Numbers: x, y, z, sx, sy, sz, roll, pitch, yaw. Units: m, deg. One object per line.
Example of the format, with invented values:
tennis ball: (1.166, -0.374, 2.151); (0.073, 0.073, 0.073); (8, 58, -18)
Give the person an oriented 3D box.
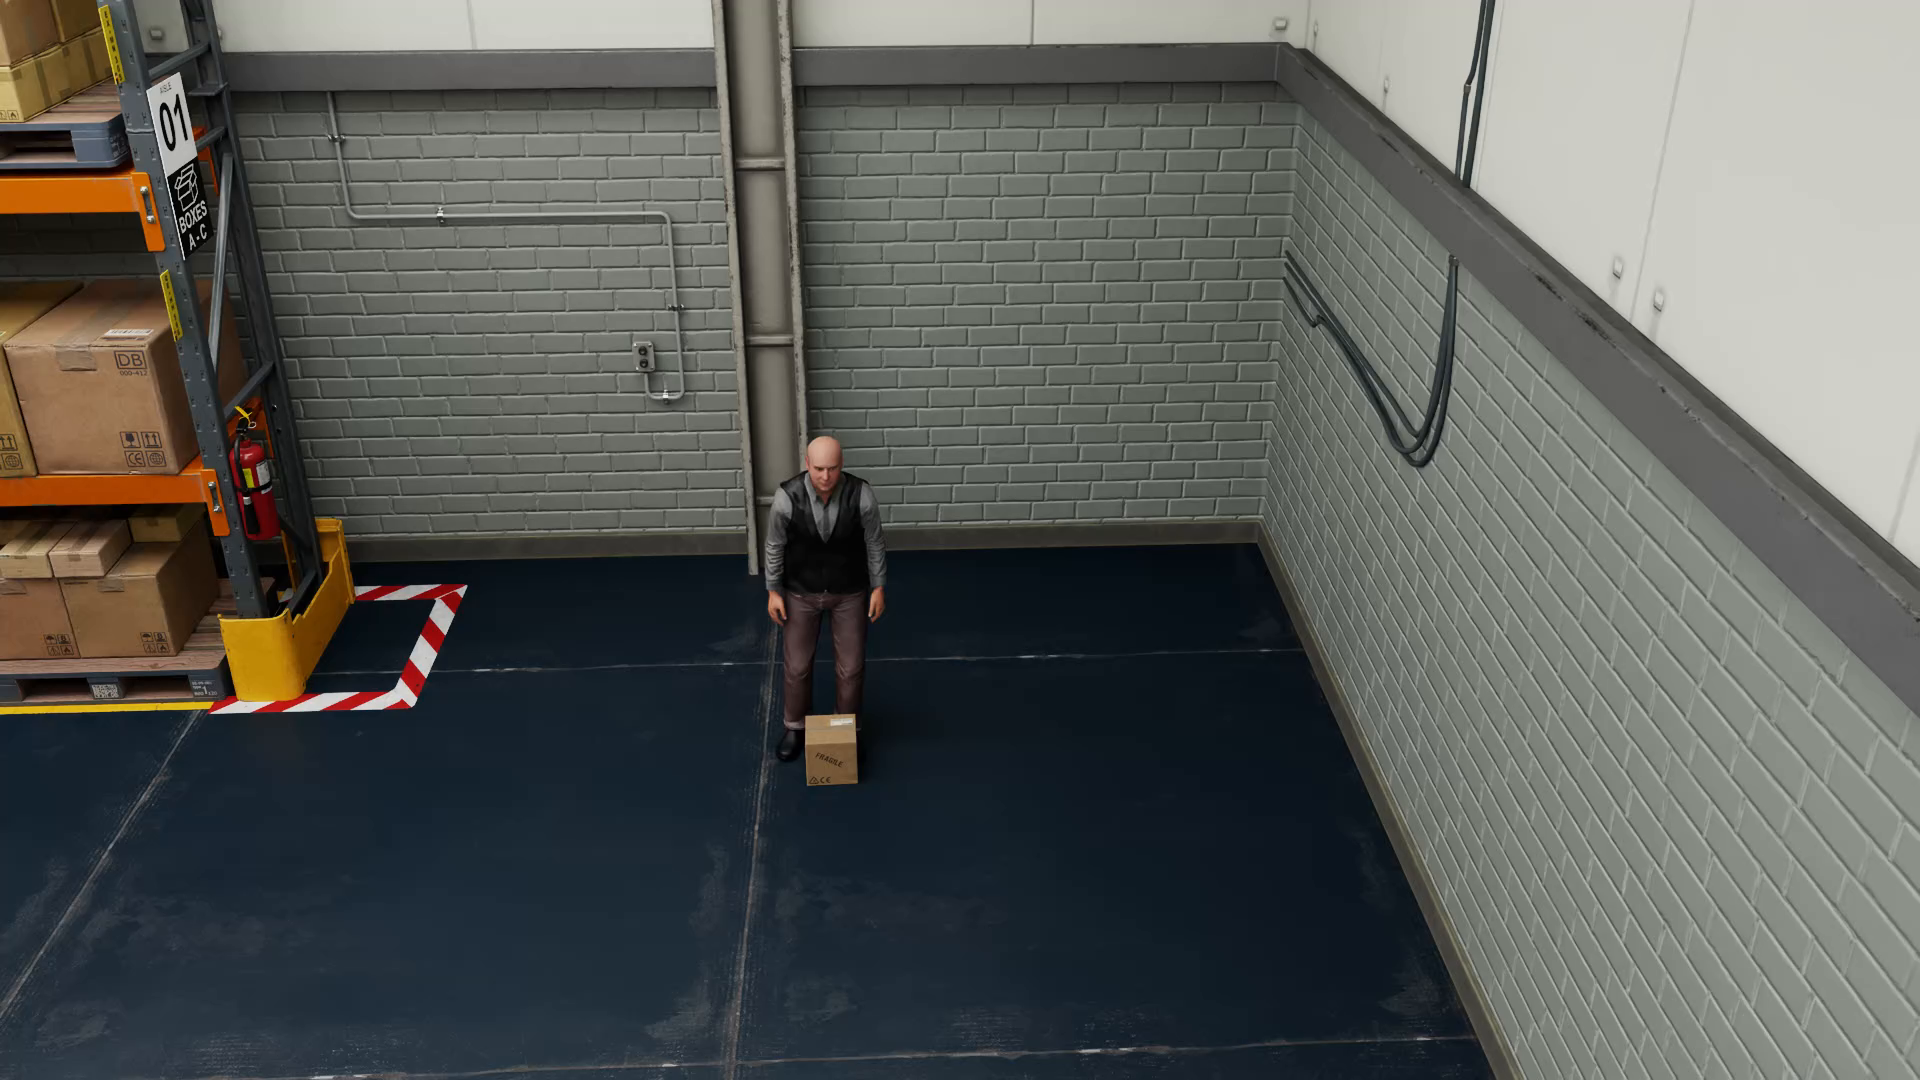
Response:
person: (-0.650, 0.269, 8.126); (0.589, 1.721, 0.464); (-2, 27, -4)
